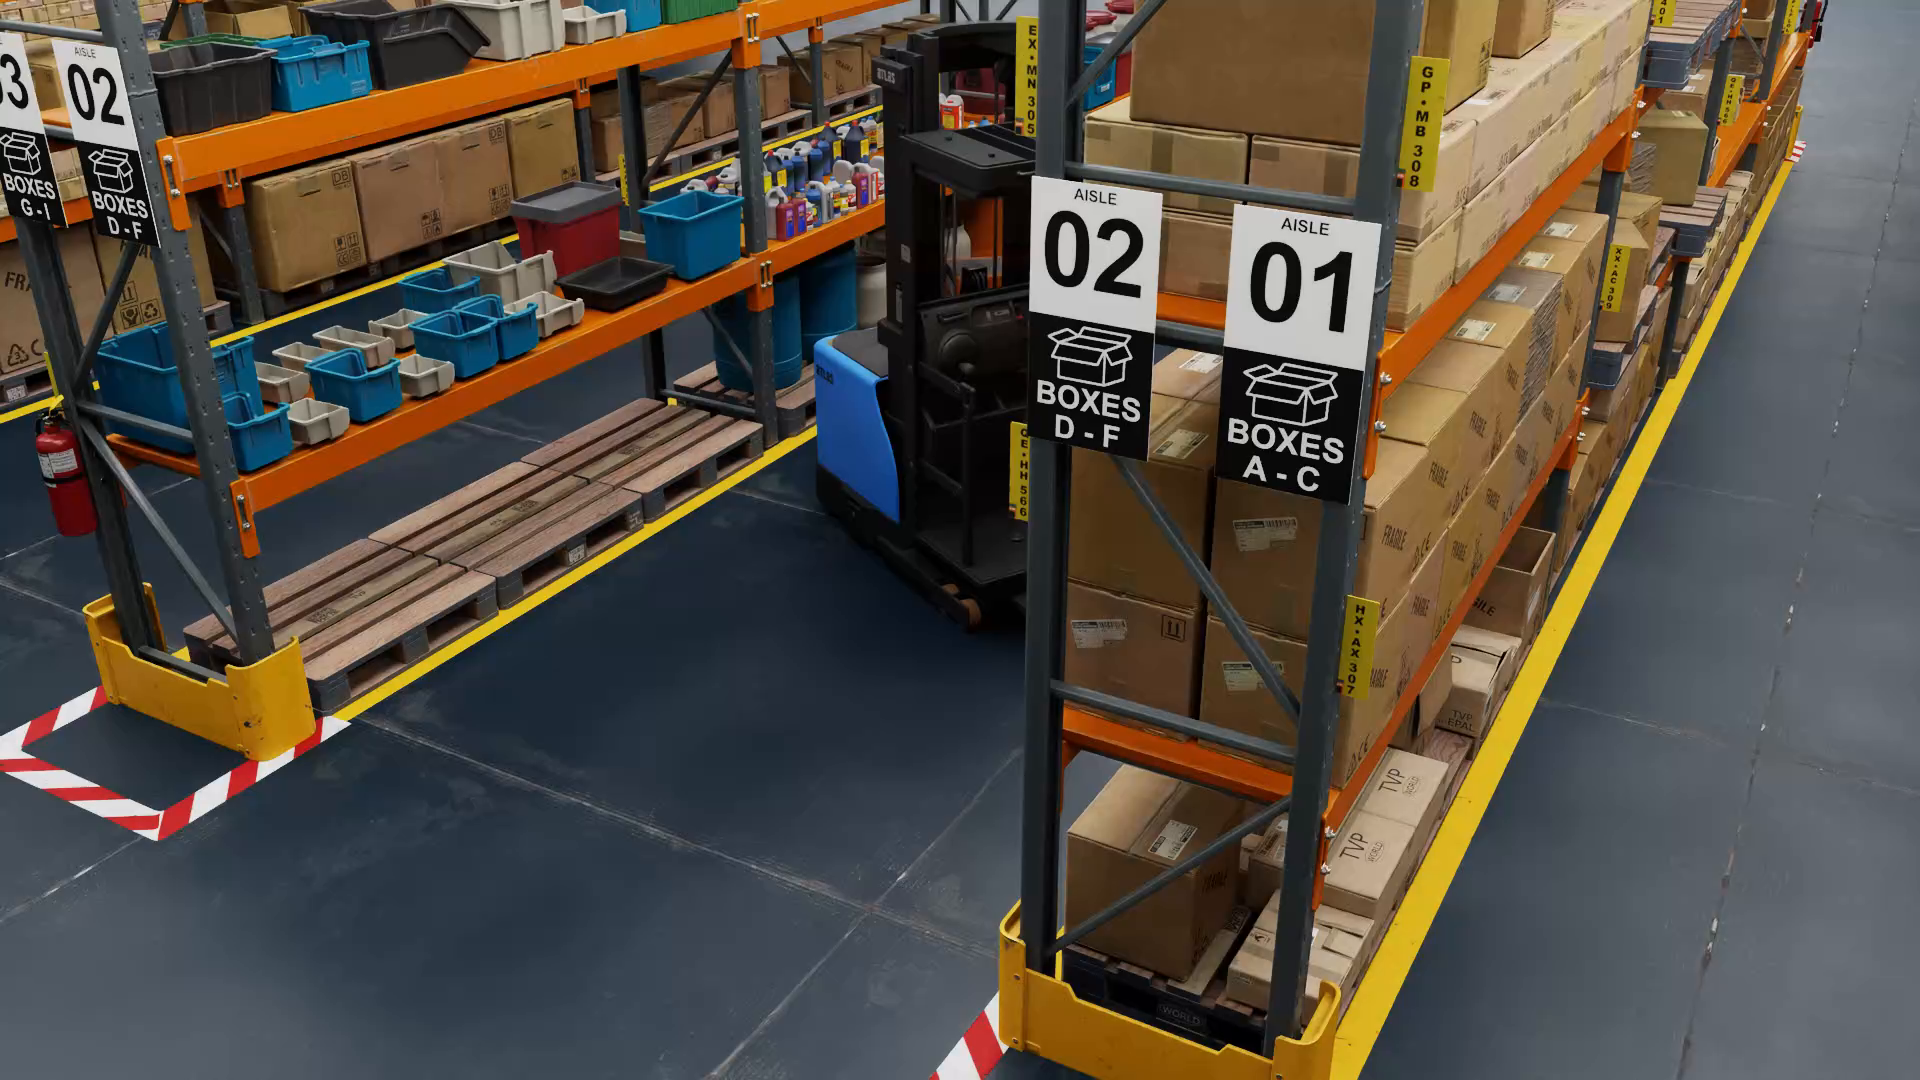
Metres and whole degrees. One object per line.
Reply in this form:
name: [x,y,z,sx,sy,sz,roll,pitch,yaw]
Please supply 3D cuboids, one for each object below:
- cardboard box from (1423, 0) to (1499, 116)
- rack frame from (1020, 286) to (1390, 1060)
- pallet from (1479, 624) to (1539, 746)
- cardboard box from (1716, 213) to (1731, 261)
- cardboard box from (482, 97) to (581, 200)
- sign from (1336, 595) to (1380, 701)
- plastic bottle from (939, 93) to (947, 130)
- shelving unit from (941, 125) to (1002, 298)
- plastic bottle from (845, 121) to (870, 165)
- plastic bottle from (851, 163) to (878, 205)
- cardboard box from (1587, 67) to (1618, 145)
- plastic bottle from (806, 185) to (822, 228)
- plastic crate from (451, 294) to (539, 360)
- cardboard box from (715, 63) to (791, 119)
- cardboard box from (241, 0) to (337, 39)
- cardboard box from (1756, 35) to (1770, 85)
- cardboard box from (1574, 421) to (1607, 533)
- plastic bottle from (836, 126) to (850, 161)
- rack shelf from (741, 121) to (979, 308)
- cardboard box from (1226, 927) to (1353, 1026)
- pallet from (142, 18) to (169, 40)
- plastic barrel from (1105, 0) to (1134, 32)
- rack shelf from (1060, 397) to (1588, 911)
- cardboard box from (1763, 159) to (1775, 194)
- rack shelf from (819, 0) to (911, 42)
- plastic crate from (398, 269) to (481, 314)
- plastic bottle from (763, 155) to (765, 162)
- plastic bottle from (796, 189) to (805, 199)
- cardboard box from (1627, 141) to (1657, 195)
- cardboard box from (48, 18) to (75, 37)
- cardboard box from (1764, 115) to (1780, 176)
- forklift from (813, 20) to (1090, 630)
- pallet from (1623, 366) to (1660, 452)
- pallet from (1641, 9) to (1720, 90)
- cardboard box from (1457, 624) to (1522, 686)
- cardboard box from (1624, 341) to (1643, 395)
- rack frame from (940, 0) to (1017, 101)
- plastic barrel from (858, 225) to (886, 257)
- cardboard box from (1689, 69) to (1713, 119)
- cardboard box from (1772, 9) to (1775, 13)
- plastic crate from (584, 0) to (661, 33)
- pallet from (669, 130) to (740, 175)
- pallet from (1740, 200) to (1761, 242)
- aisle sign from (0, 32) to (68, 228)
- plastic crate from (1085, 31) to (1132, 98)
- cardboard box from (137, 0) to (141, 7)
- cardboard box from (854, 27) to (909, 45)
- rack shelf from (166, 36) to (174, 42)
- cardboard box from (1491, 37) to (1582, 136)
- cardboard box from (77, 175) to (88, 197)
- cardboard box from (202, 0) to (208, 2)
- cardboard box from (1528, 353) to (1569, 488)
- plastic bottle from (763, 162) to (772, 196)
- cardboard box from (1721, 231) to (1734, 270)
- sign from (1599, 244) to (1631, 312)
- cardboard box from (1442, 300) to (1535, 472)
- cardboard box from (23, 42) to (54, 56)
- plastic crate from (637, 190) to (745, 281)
cardboard box: [1.232,-1.632,5.080,0.700,0.500,0.500,14,30,26]
rack frame: [0.674,0.581,5.238,1.000,3.000,0.127,14,30,26]
pallet: [2.303,0.537,8.442,1.003,0.211,1.213,14,30,26]
cardboard box: [5.879,-2.490,13.350,0.500,0.311,0.500,14,30,25]
cardboard box: [-4.371,-3.693,15.681,1.225,0.875,0.875,13,29,24]
sign: [1.146,0.313,4.806,0.100,0.325,0.005,14,30,26]
plastic bottle: [-0.196,-3.476,13.482,0.152,0.276,0.135,14,30,26]
shelving unit: [0.165,-1.515,10.429,0.503,2.100,0.431,-5,27,-10]
plastic bottle: [-0.762,-2.927,12.300,0.144,0.351,0.185,14,30,26]
plastic bottle: [-0.654,-2.472,11.476,0.152,0.276,0.135,14,30,26]
cardboard box: [2.378,-1.811,6.834,0.500,0.250,0.500,14,30,26]
plastic bottle: [-0.963,-2.200,10.938,0.097,0.271,0.097,0,27,0]
plastic crate: [-2.434,-1.117,8.750,0.416,0.233,0.300,14,30,26]
cardboard box: [-2.367,-5.123,18.934,0.700,0.500,0.500,12,29,22]
cardboard box: [-5.327,-4.170,13.496,0.797,0.503,0.637,15,30,27]
cardboard box: [7.043,-4.522,15.320,0.700,0.500,0.500,14,30,26]
cardboard box: [3.344,-0.402,9.503,0.500,0.500,0.500,15,30,27]
plastic bottle: [-0.878,-2.936,12.402,0.152,0.276,0.135,14,30,26]
rack shelf: [-0.686,-2.528,12.252,1.077,0.370,4.000,14,30,26]
cardboard box: [1.179,1.572,5.953,0.380,0.149,0.250,14,30,26]
pallet: [-8.540,-5.464,17.529,1.213,0.211,1.003,14,30,26]
plastic barrel: [1.605,-4.924,16.084,0.433,0.535,0.433,0,27,0]
rack shelf: [1.657,0.123,6.956,1.077,0.370,4.000,14,30,26]
cardboard box: [7.570,-3.555,16.104,0.500,0.250,0.500,14,30,26]
rack shelf: [-1.062,-6.736,20.659,1.077,0.370,4.000,14,30,26]
plastic crate: [-2.850,-1.320,9.156,0.416,0.233,0.300,14,30,26]
plastic bottle: [-1.411,-2.550,11.549,0.144,0.351,0.185,14,30,26]
plastic bottle: [-1.048,-2.241,11.097,0.097,0.201,0.097,0,27,0]
cardboard box: [3.781,-2.185,10.182,0.700,0.500,0.500,21,33,35]
cardboard box: [-8.892,-5.028,16.254,0.380,0.149,0.250,13,29,24]
cardboard box: [7.317,-3.698,15.550,0.500,0.500,0.500,14,30,26]
forklift: [0.323,-1.072,8.618,1.130,2.935,3.031,-15,30,-28]
pallet: [4.209,-1.007,11.526,1.003,0.211,1.213,14,30,26]
pallet: [3.023,-2.474,8.200,1.213,0.211,1.003,14,30,26]
cardboard box: [2.476,0.544,8.005,0.380,0.149,0.250,14,30,26]
cardboard box: [3.830,-1.112,10.084,0.500,0.250,0.500,14,30,25]
rack frame: [0.298,-3.629,13.648,1.000,3.000,0.127,14,30,26]
plastic barrel: [-0.483,-2.104,12.827,0.600,0.588,0.708,14,30,26]
cardboard box: [5.679,-3.444,13.167,0.500,0.500,0.500,14,30,26]
cardboard box: [7.127,-4.691,14.934,0.380,0.149,0.250,13,30,25]
plastic crate: [-1.839,-2.911,9.051,0.416,0.233,0.300,14,30,26]
pallet: [-3.027,-4.251,18.005,1.003,0.211,1.213,14,30,26]
pallet: [7.005,-3.149,15.806,1.003,0.211,1.213,14,30,26]
aisle sign: [-3.928,-1.710,6.911,0.394,0.787,0.004,14,30,26]
plastic crate: [1.360,-4.220,14.758,0.402,0.464,0.583,14,30,26]
cardboard box: [-8.510,-5.462,16.789,0.380,0.149,0.250,14,30,26]
cardboard box: [-0.989,-6.187,21.083,0.500,0.500,0.500,17,31,31]
rack shelf: [-9.266,-4.750,16.692,1.077,0.370,4.000,14,30,26]
cardboard box: [1.895,-1.643,5.940,0.500,0.250,0.500,14,30,26]
cardboard box: [-6.226,-2.557,11.787,0.380,0.149,0.250,15,30,27]
cardboard box: [-8.125,-5.633,17.464,0.380,0.149,0.250,15,30,27]
cardboard box: [2.366,-0.570,7.426,0.500,0.500,0.500,15,30,28]
plastic bottle: [-1.377,-2.447,11.341,0.144,0.351,0.185,14,30,26]
cardboard box: [6.124,-2.432,13.860,0.500,0.250,0.500,15,30,27]
sign: [3.118,-1.248,7.926,0.100,0.325,0.005,14,30,26]
cardboard box: [1.872,-0.623,6.415,0.500,0.500,0.500,14,30,26]
cardboard box: [-6.689,-3.241,11.872,0.500,0.500,0.500,14,30,26]
plastic crate: [-1.602,-1.833,10.011,0.392,0.384,0.575,14,30,26]
